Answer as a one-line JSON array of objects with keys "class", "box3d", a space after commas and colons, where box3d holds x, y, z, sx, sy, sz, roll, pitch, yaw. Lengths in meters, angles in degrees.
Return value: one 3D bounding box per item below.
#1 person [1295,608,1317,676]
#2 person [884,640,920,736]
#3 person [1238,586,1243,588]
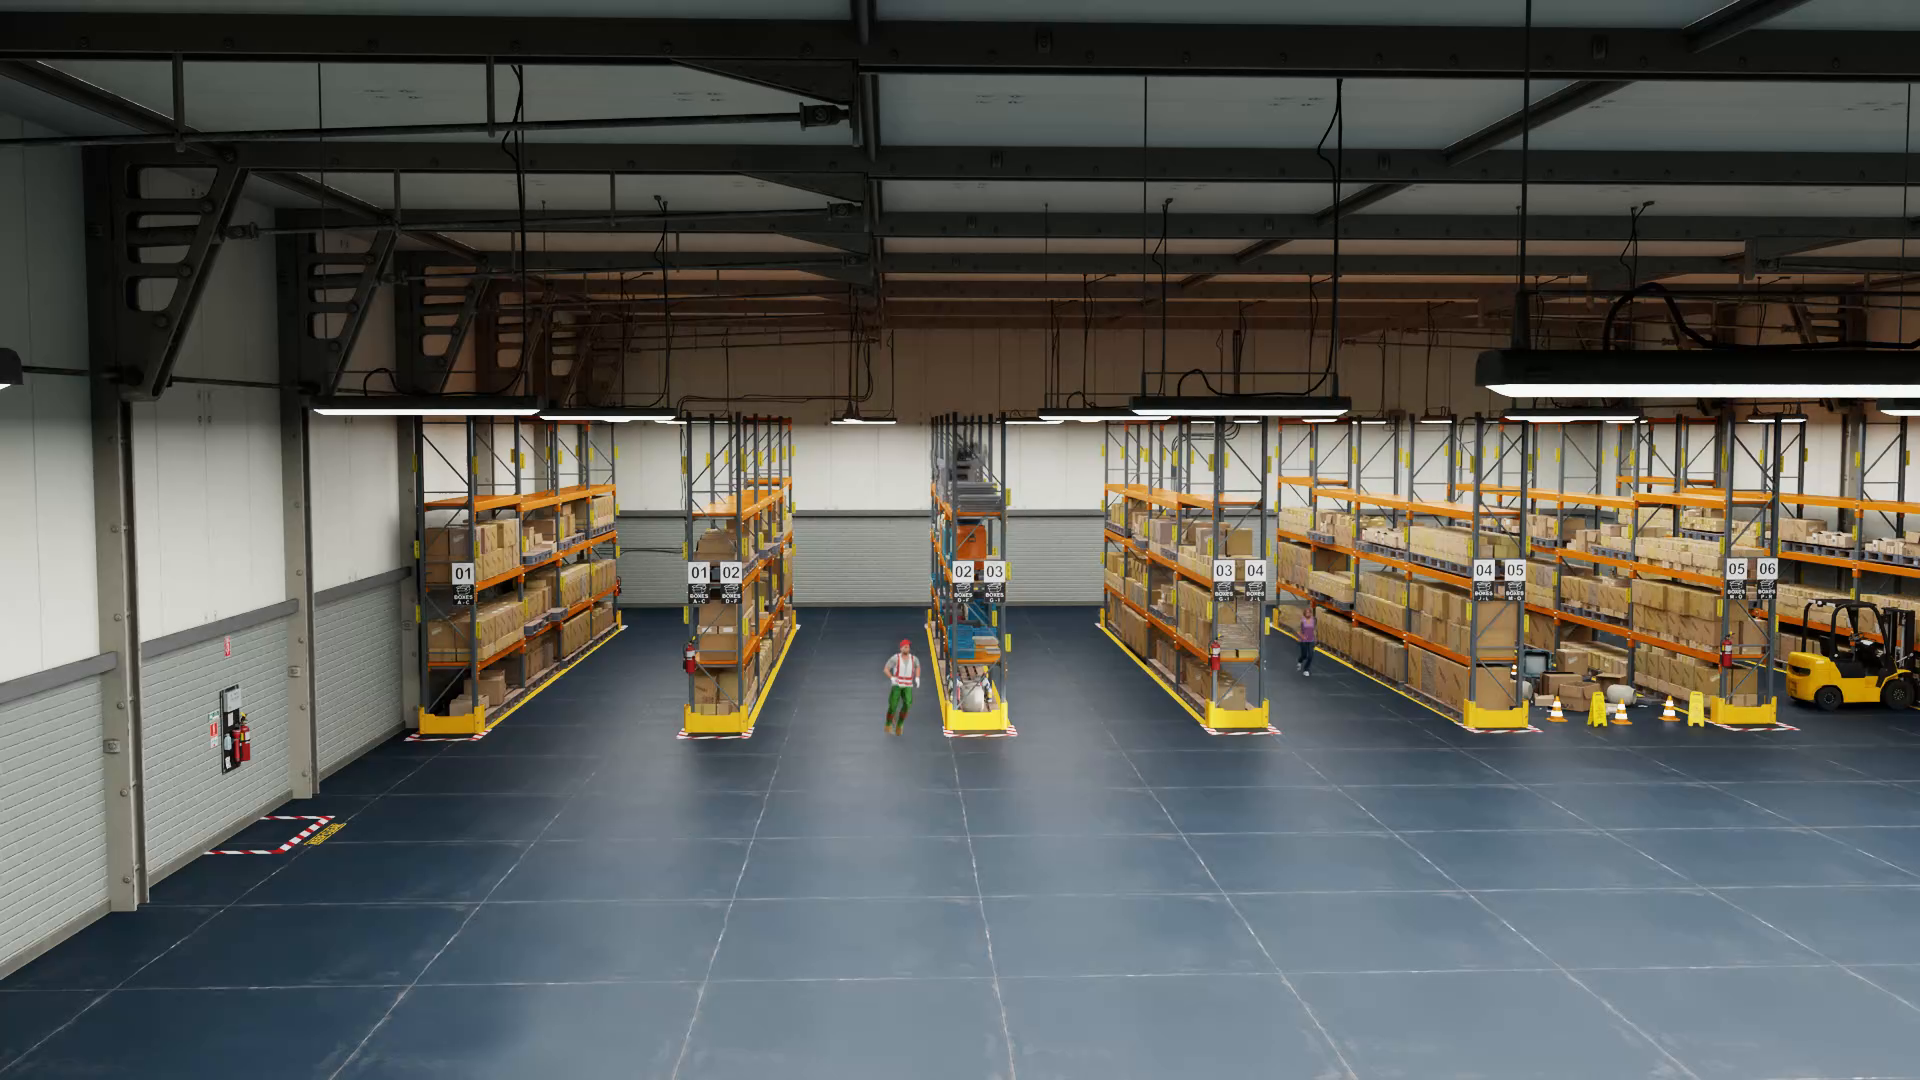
[{"class": "person", "box3d": [7.977, 2.339, 38.319, 0.534, 1.553, 0.557, -1, 4, -11]}, {"class": "person", "box3d": [-1.066, 2.743, 30.978, 0.719, 1.780, 0.678, -1, 4, -12]}, {"class": "person", "box3d": [7.303, 1.974, 43.455, 0.608, 1.585, 0.599, 0, 4, -3]}]
